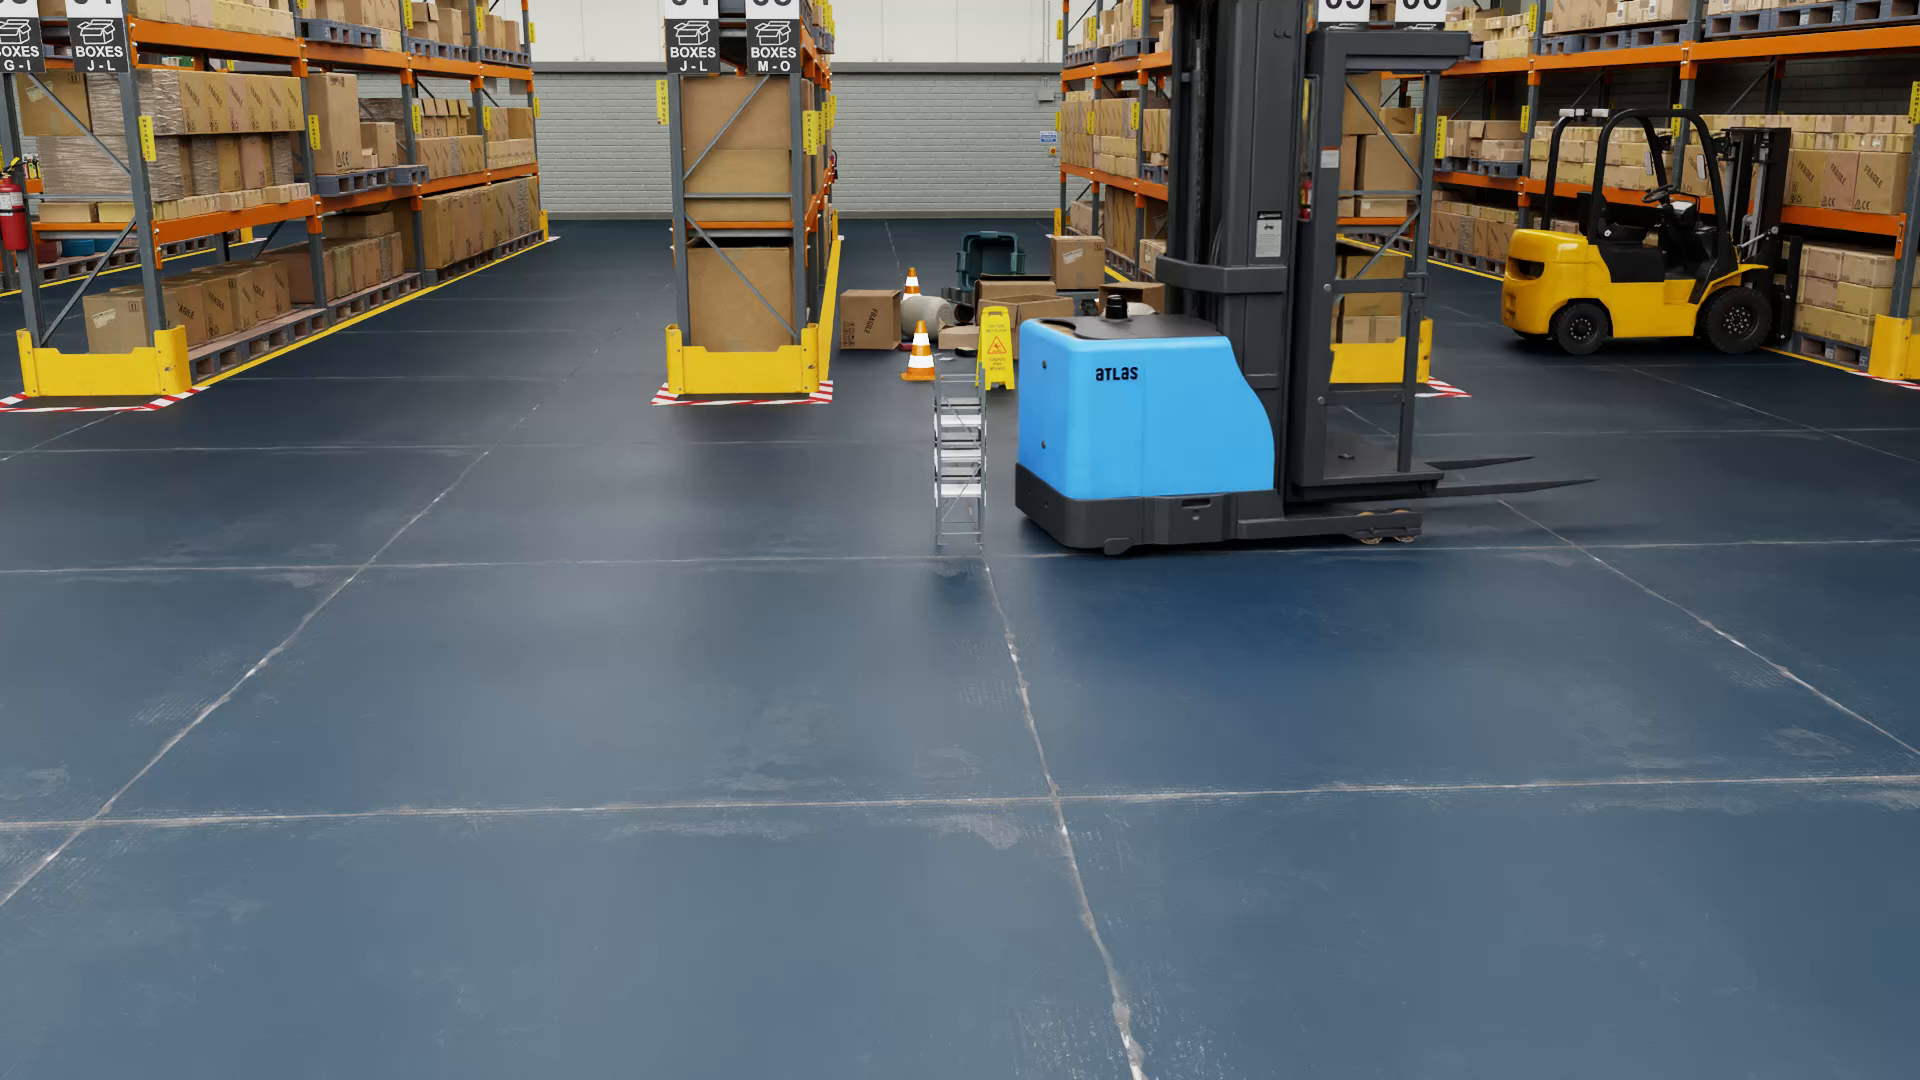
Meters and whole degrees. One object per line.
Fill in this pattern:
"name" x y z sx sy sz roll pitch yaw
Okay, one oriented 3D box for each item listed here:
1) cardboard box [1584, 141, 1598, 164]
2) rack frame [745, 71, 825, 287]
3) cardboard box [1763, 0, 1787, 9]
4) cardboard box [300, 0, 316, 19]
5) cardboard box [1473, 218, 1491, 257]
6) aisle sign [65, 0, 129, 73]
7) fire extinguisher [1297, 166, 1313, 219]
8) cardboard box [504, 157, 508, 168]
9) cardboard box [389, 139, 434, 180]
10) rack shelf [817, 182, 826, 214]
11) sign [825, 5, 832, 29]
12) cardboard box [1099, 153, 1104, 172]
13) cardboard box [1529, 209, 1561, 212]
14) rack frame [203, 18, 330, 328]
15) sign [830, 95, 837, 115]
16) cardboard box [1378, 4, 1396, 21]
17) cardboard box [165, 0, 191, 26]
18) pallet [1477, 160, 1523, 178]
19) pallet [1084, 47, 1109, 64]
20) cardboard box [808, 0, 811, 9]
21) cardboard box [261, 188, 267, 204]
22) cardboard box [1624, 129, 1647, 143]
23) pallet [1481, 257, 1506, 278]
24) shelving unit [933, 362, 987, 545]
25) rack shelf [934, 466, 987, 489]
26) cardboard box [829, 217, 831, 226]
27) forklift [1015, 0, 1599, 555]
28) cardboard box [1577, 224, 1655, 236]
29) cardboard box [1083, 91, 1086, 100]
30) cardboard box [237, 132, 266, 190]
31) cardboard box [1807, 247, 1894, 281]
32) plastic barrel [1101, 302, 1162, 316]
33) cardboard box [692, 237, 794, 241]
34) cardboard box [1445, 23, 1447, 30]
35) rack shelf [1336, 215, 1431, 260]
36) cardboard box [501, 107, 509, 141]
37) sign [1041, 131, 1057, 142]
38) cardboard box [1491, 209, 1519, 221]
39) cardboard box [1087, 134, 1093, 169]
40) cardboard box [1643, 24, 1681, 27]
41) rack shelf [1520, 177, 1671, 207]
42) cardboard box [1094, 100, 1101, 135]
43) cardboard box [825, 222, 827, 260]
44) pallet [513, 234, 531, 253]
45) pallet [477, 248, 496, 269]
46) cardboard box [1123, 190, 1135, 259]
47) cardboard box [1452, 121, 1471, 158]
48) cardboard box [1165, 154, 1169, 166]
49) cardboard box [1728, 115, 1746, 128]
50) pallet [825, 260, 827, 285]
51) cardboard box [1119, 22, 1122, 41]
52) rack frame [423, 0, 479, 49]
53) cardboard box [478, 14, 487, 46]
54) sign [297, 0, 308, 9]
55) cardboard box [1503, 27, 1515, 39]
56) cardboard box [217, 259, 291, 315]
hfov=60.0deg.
"cardboard box" 7.575 -4.487 19.242 0.500 0.250 0.500 -1 14 -3
"rack frame" -2.197 -4.634 20.517 1.000 3.000 0.127 -1 14 -3
"cardboard box" 7.727 -5.084 15.472 0.396 0.266 0.258 -1 14 -5
"cardboard box" -6.837 -5.412 16.472 0.797 0.503 0.637 -2 15 -6
"cardboard box" 7.394 -4.162 22.858 0.500 0.500 0.500 0 14 -1
"aisle sign" -6.355 -3.841 12.218 0.394 0.787 0.004 -1 14 -3
"fire extinguisher" 2.780 -2.673 13.050 0.296 0.674 0.183 -1 14 -3
"cardboard box" -7.156 -5.794 25.530 0.380 0.149 0.250 -1 14 -4
"cardboard box" -6.913 -4.756 20.791 0.500 0.500 0.500 0 14 -2
"rack shelf" -2.074 -3.788 18.673 1.077 0.370 4.000 -1 14 -3
"sign" -1.892 -7.532 23.933 0.100 0.325 0.005 -1 14 -3
"cardboard box" 2.286 -5.415 23.855 0.500 0.250 0.500 -1 14 -5
"cardboard box" 7.884 -4.382 22.408 0.380 0.149 0.250 -1 14 -3
"rack frame" -6.906 -3.588 16.451 1.000 3.000 0.127 -1 14 -3
"sign" -2.138 -7.341 28.080 0.100 0.325 0.005 -1 14 -3
"cardboard box" 3.536 -4.164 13.176 0.380 0.149 0.250 -1 14 -3
"cardboard box" -6.469 -4.225 13.208 0.500 0.250 0.500 -1 14 -5
"pallet" 7.579 -4.888 21.888 1.213 0.211 1.003 -1 14 -3
"pallet" 2.449 -7.344 25.207 1.003 0.211 1.213 -1 14 -3
"cardboard box" -1.575 -5.009 15.417 0.380 0.149 0.250 -1 14 -3
"cardboard box" -6.628 -3.167 15.320 0.380 0.149 0.250 -1 14 -3
"cardboard box" 7.550 -4.451 18.304 0.380 0.149 0.250 -1 14 -5
"pallet" 7.682 -3.649 22.284 1.003 0.211 1.213 -1 14 -3
"shelving unit" 0.000 -0.438 8.422 0.258 0.900 0.210 -1 14 -3
"rack shelf" 0.000 -0.318 8.453 0.258 0.077 0.200 -1 14 -3
"cardboard box" -2.255 -5.074 26.507 0.380 0.149 0.250 -1 14 -3
"forklift" 1.871 -1.520 8.552 3.031 2.935 1.130 -4 15 -13
"cardboard box" 7.806 -3.381 19.571 0.875 0.625 0.625 -1 15 -6
"cardboard box" 2.136 -6.968 26.078 0.380 0.149 0.250 -1 14 -5
"cardboard box" -6.813 -3.420 15.000 0.875 0.500 0.500 -1 14 -3
"cardboard box" 7.809 -2.416 14.565 0.500 0.250 0.500 -1 14 -2
"plastic barrel" 1.593 -1.989 15.405 0.512 0.421 0.421 10 18 35
"cardboard box" -1.866 -2.205 14.498 0.875 0.875 0.875 -1 14 -4
"cardboard box" 7.085 -7.325 23.819 0.380 0.149 0.250 -1 14 -4
"rack shelf" 3.109 -2.895 15.202 1.077 0.370 4.000 -1 14 -3
"cardboard box" -7.236 -6.387 25.529 0.500 0.500 0.500 -1 14 -5
"sign" 1.816 -8.272 34.116 0.327 0.218 0.001 -1 14 -3
"cardboard box" 7.387 -4.372 22.373 0.380 0.149 0.250 -1 14 -5
"cardboard box" 2.205 -5.890 25.198 0.500 0.500 0.500 -1 14 -3
"cardboard box" 7.899 -5.876 18.750 0.380 0.166 0.250 -1 14 -3
"rack shelf" 7.815 -3.967 19.369 1.077 0.370 4.000 -1 14 -3
"cardboard box" 2.229 -6.149 24.198 0.500 0.500 0.500 -1 14 -3
"cardboard box" -2.021 -3.932 21.961 0.500 0.500 0.500 -1 14 -3
"pallet" -7.450 -4.721 26.453 1.003 0.211 1.213 -1 14 -3
"pallet" -7.279 -4.036 23.789 1.003 0.211 1.213 -1 14 -3
"cardboard box" 2.726 -4.305 22.659 0.875 0.875 0.875 -1 14 -3
"cardboard box" 7.330 -5.612 23.274 0.700 0.500 0.500 -1 14 -4
"cardboard box" 2.616 -4.466 19.527 0.380 0.149 0.250 0 14 0
"cardboard box" 7.707 -4.048 16.142 0.380 0.149 0.250 -1 14 -2
"pallet" -2.244 -3.478 21.620 1.003 0.211 1.213 -1 14 -3
"cardboard box" 2.302 -6.664 21.812 0.396 0.266 0.258 -1 14 -5
"rack frame" -7.402 -8.483 23.436 1.000 3.000 0.127 -1 14 -3
"cardboard box" -7.539 -7.658 25.005 0.700 0.500 0.500 0 14 -1
"sign" -6.365 -5.301 16.052 0.100 0.325 0.005 -1 14 -3
"cardboard box" 7.382 -6.662 21.881 0.380 0.149 0.250 -1 14 -3
"cardboard box" -6.922 -2.480 16.321 0.500 0.500 0.500 -1 14 -5
